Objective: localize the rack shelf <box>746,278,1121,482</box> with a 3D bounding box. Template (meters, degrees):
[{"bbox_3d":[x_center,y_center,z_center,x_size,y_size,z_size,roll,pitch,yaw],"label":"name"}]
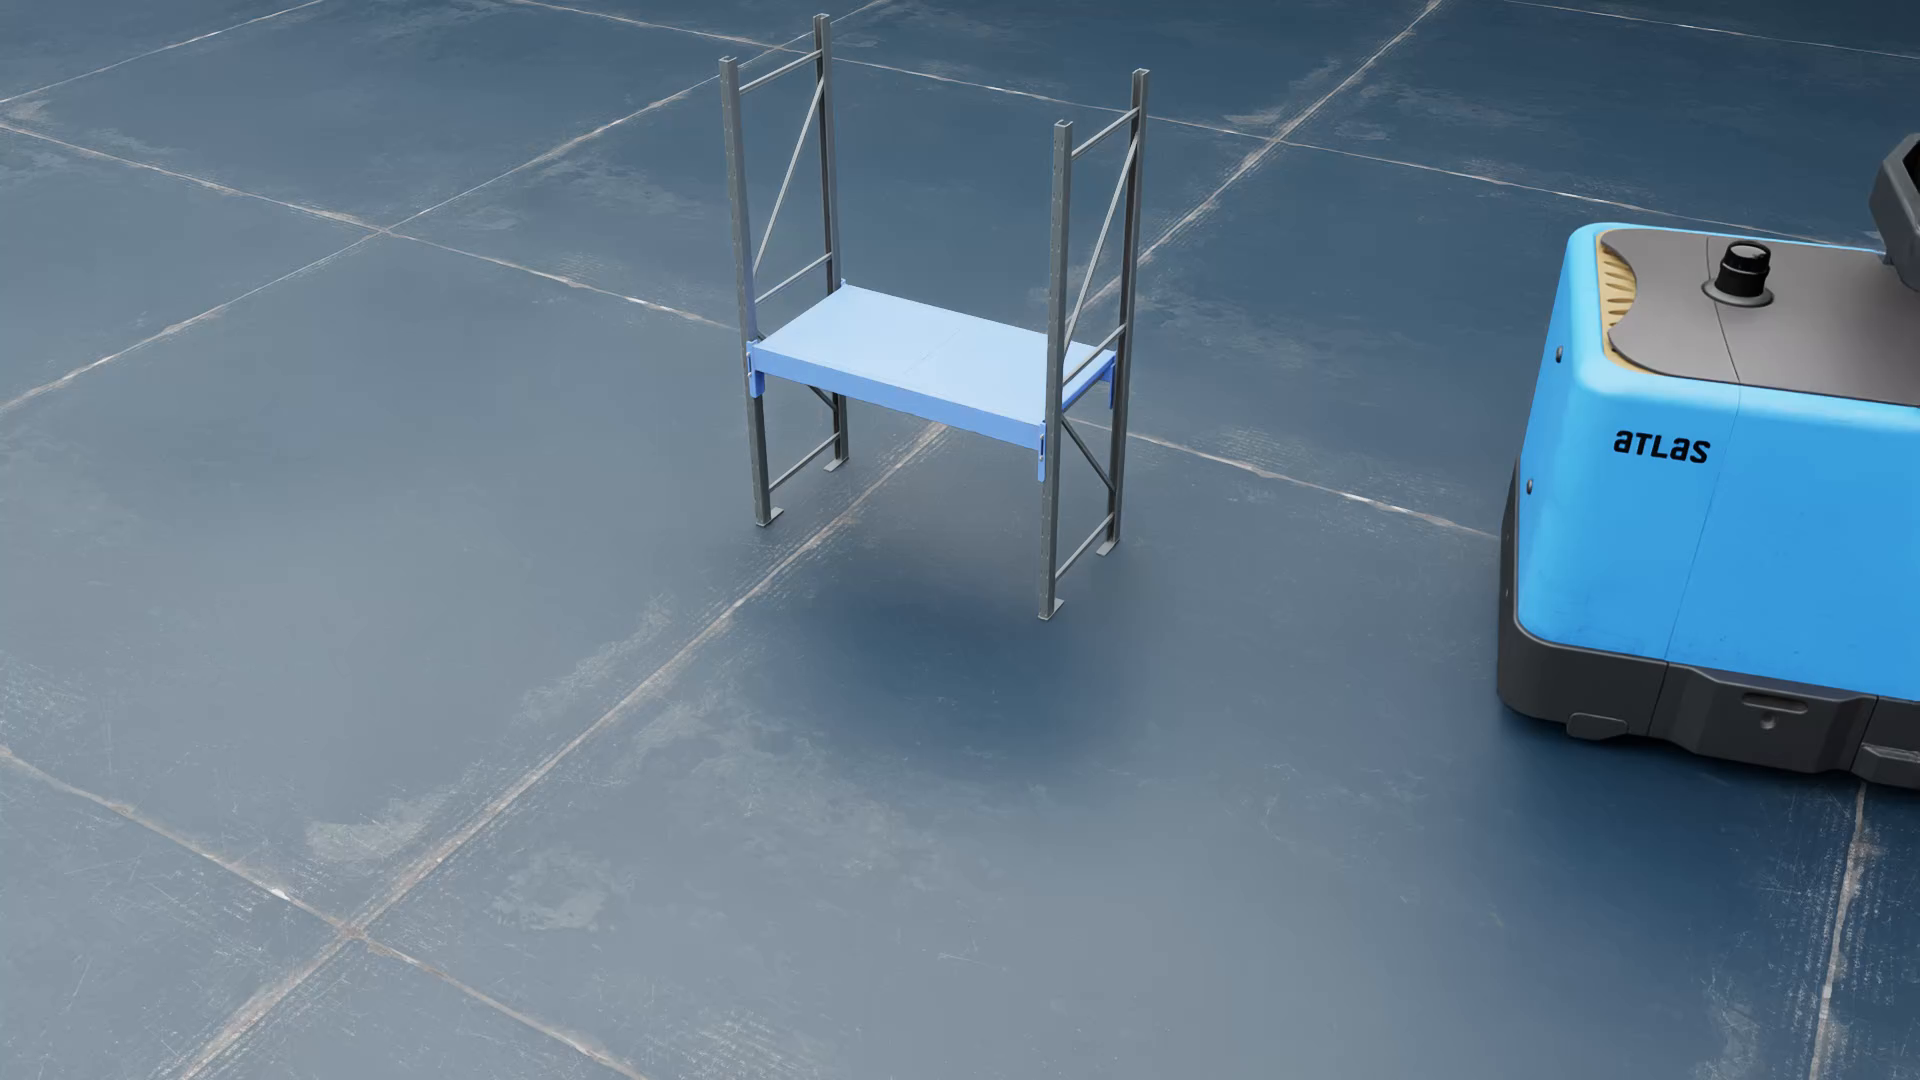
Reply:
[{"bbox_3d":[-0.074,-0.498,4.969,1.000,0.185,0.538,18,37,24],"label":"rack shelf"}]

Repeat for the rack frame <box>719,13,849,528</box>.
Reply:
[{"bbox_3d":[-0.515,-0.788,5.079,0.032,1.500,0.500,18,37,24],"label":"rack frame"}]

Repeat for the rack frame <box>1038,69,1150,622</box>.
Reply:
[{"bbox_3d":[0.367,-0.508,4.660,0.032,1.500,0.500,18,37,24],"label":"rack frame"}]

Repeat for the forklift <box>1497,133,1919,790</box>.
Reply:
[{"bbox_3d":[3.031,-0.751,3.733,3.031,2.935,1.130,9,35,13],"label":"forklift"}]

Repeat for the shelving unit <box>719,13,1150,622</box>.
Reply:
[{"bbox_3d":[-0.074,-0.648,4.870,1.048,1.500,0.538,18,37,24],"label":"shelving unit"}]
